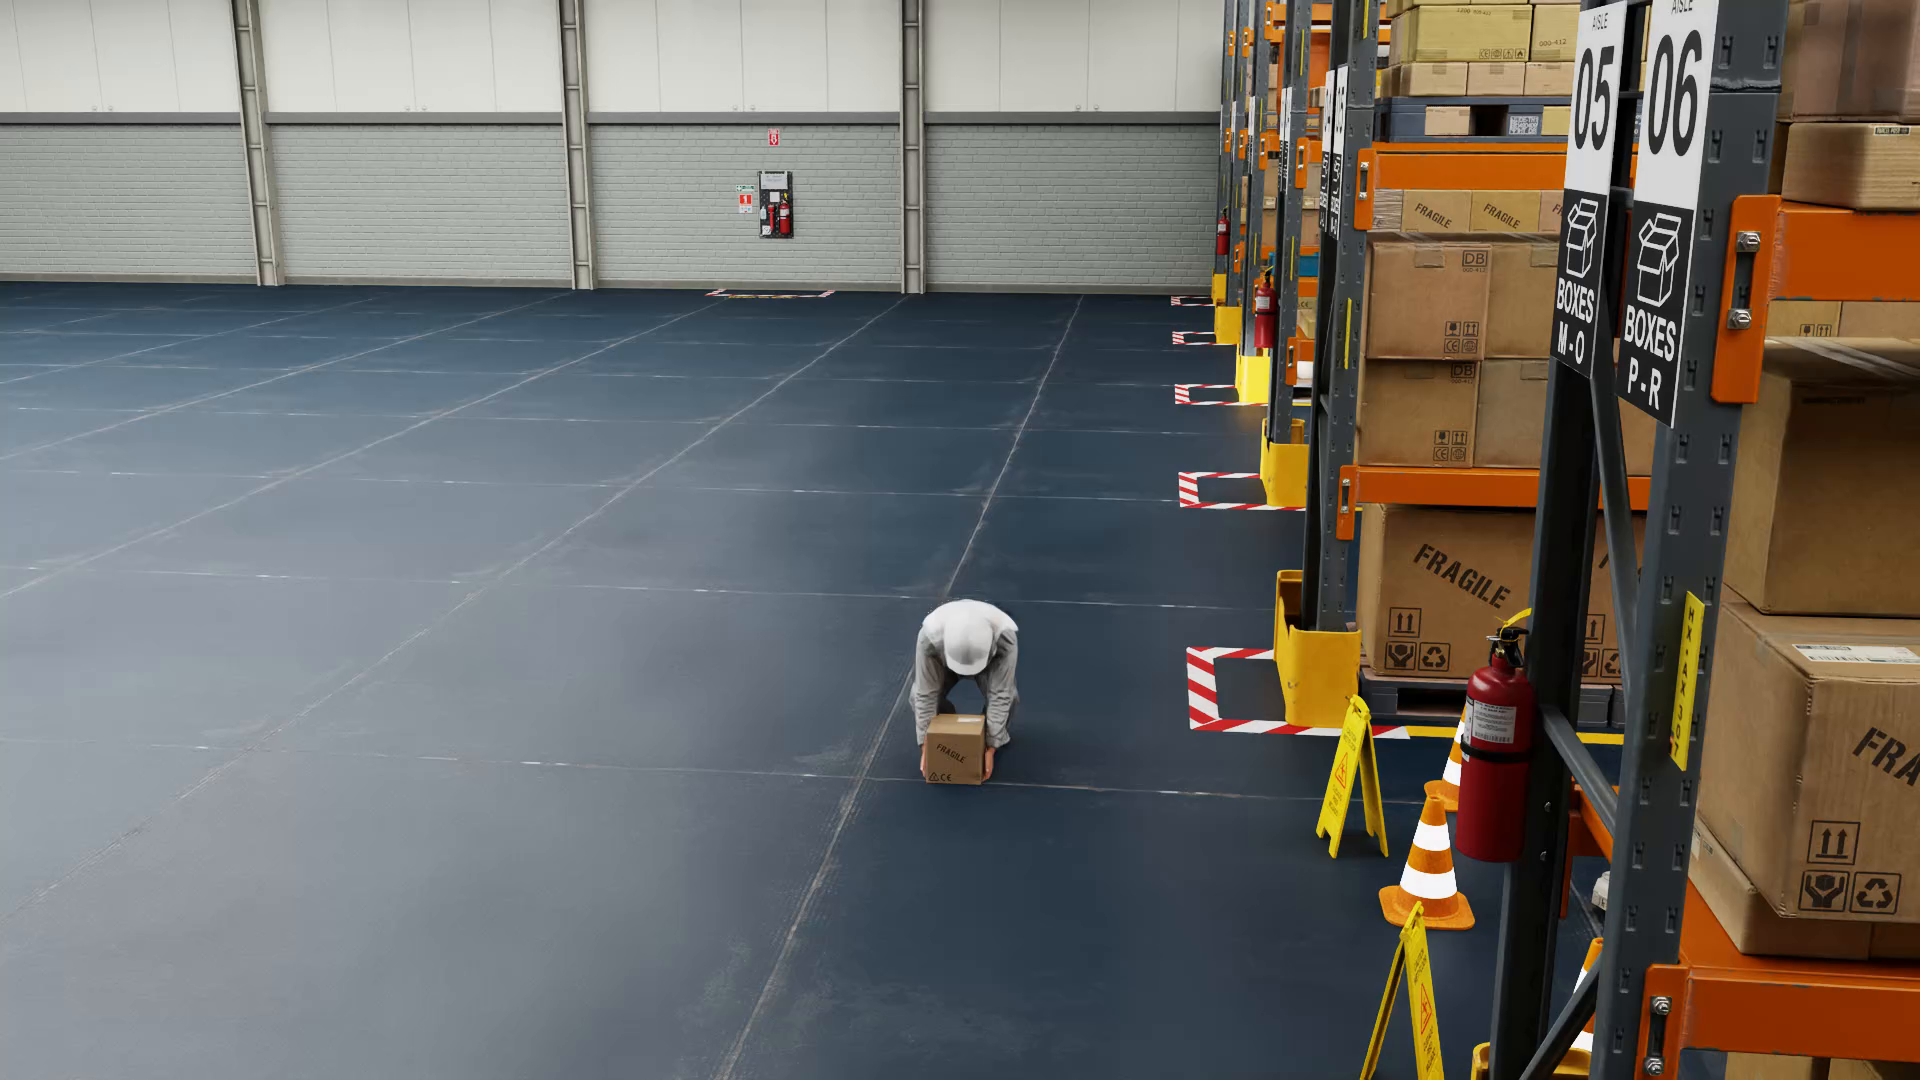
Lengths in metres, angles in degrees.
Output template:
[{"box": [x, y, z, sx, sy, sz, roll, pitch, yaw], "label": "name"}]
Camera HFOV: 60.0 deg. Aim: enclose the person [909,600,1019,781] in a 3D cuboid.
[{"box": [0.027, 0.655, 7.941, 0.528, 0.864, 0.944, 2, 14, 6], "label": "person"}]
